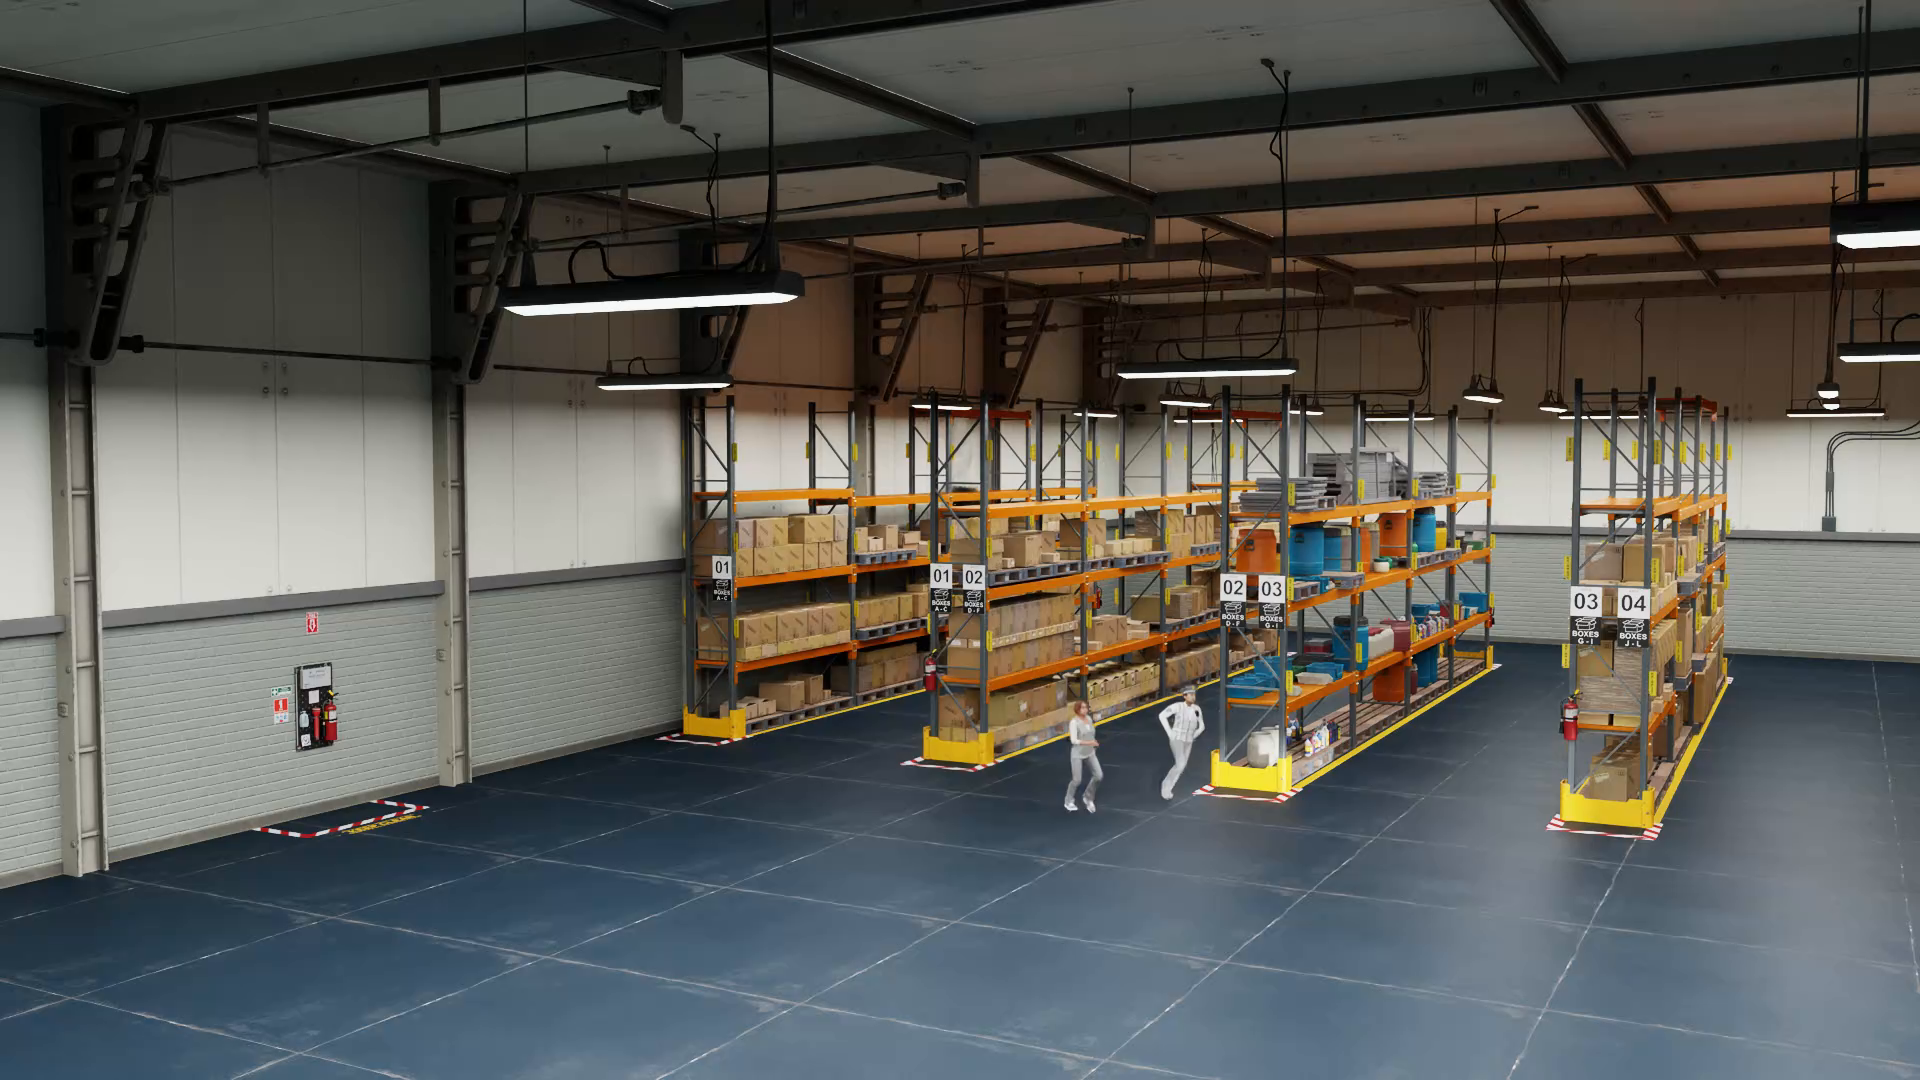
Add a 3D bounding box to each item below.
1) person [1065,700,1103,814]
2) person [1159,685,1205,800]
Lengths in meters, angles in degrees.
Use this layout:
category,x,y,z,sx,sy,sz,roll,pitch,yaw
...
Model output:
category,x,y,z,sx,sy,sz,roll,pitch,yaw
person,1.717,2.989,22.918,0.506,1.576,0.698,-2,4,-31
person,3.225,2.909,23.982,0.645,1.648,0.573,-1,3,-25
